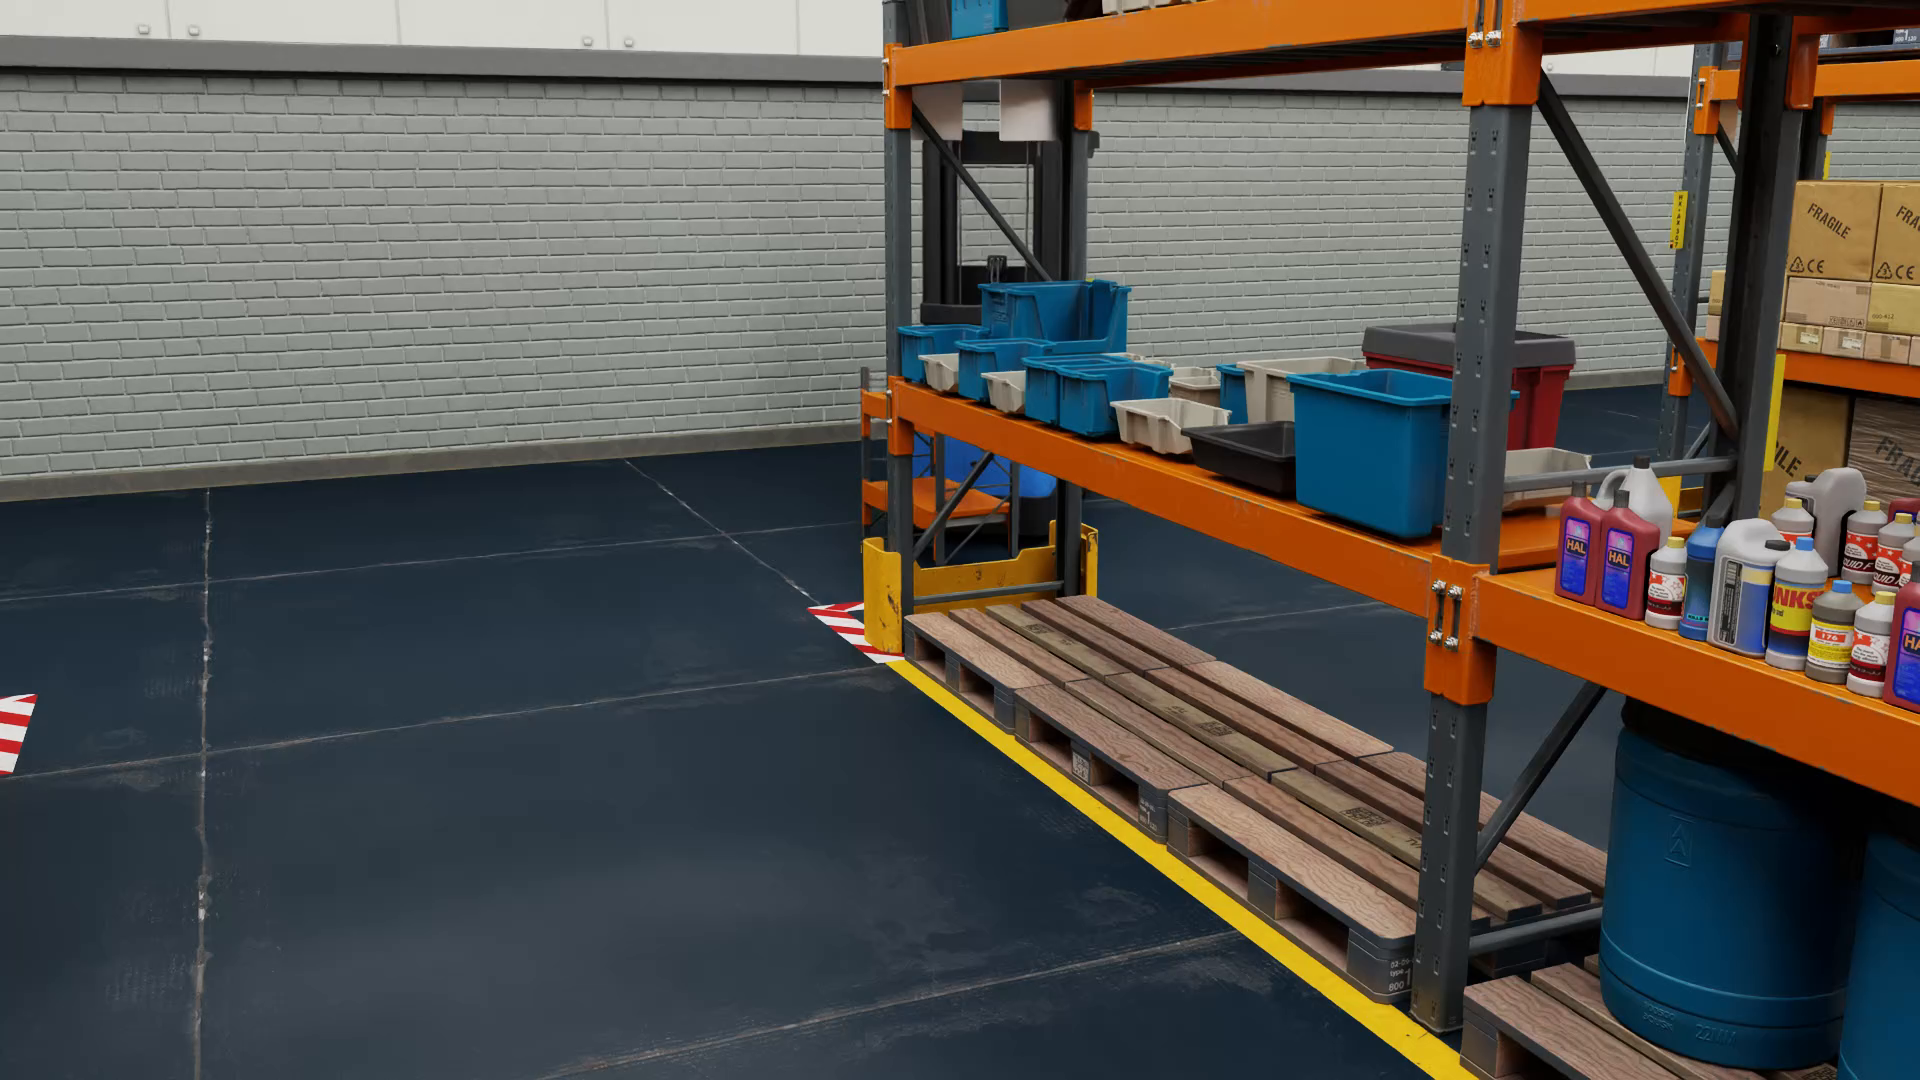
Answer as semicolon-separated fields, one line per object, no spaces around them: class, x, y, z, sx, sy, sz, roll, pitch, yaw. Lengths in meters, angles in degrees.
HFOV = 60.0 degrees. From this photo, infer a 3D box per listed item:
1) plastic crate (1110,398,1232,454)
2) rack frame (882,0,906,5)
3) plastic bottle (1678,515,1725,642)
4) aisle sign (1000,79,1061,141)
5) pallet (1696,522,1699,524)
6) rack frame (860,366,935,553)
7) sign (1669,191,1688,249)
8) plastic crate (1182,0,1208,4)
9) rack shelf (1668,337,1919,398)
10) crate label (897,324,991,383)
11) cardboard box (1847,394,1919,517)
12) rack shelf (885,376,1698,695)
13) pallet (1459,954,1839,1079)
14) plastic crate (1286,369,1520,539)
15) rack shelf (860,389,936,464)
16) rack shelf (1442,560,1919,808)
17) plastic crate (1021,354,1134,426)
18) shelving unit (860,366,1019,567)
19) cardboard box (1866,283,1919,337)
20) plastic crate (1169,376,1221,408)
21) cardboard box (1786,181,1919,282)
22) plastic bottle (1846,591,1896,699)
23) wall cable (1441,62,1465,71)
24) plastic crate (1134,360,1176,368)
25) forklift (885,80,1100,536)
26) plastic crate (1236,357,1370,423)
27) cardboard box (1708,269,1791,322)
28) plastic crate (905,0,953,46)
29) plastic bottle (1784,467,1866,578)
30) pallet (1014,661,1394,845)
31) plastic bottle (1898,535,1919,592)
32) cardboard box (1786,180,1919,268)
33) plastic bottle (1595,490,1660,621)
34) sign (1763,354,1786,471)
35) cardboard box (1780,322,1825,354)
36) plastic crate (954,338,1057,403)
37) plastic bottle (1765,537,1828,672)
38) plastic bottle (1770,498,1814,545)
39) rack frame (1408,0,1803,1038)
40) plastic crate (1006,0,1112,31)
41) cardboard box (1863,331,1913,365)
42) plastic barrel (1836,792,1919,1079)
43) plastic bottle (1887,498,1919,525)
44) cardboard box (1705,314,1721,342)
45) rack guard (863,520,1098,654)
plastic crate;0.760;-0.400;5.896;0.293;0.136;0.466;-6;14;-23
rack frame;0.130;-3.915;7.330;1.000;3.000;0.127;-6;14;-23
plastic bottle;1.644;0.081;3.654;0.097;0.271;0.097;0;13;0
aisle sign;0.370;-2.300;7.892;0.394;0.787;0.004;-6;14;-23
pallet;5.061;0.077;9.570;1.003;0.211;1.213;-6;14;-23
rack frame;-0.357;-0.493;9.990;0.500;1.125;0.032;-6;15;-26
sign;4.158;-1.851;9.621;0.100;0.325;0.005;-6;14;-23
plastic crate;0.874;-1.727;5.114;0.293;0.136;0.466;-6;14;-23
rack shelf;5.470;-0.676;8.235;1.077;0.370;4.000;-6;14;-23
crate label;-0.072;-0.860;7.669;0.416;0.233;0.303;-6;14;-23
cardboard box;5.363;-0.296;8.779;0.875;0.875;0.875;-6;14;-23
rack shelf;0.932;-0.229;6.302;1.077;0.370;4.000;-6;14;-23
pallet;2.004;1.356;4.045;1.003;0.211;1.213;-6;14;-23
plastic crate;1.233;-0.253;4.714;0.392;0.384;0.575;-6;14;-23
rack shelf;-0.129;-0.674;9.481;0.538;0.278;1.000;-6;15;-26
rack shelf;2.534;0.598;2.731;1.077;0.370;4.000;-6;14;-23
plastic crate;0.455;-0.587;6.494;0.416;0.233;0.300;-6;14;-23
shelving unit;-0.130;-0.389;9.547;0.538;1.125;1.048;-6;15;-26
cardboard box;5.026;-1.177;8.477;0.500;0.250;0.500;-6;14;-25
plastic crate;0.995;-0.565;6.611;0.298;0.136;0.250;-6;14;-23
cardboard box;4.814;-1.650;8.858;0.500;0.500;0.500;-6;14;-24
plastic bottle;1.815;0.203;3.281;0.097;0.201;0.097;0;13;0
wall cable;5.562;-7.410;15.293;2.277;5.999;0.120;-6;14;-23
plastic crate;0.726;-0.680;7.107;0.396;0.136;0.243;-6;14;-23
forklift;0.342;-1.735;11.368;1.130;2.935;3.031;3;13;12
plastic crate;1.290;-0.470;5.877;0.437;0.282;0.530;-6;14;-23
cardboard box;4.613;-1.388;9.389;0.500;0.250;0.500;-6;14;-24
plastic crate;0.029;-2.286;7.230;0.497;0.269;0.590;-6;14;-23
plastic bottle;2.187;-0.054;4.224;0.152;0.276;0.135;-6;14;-23
pallet;0.910;0.792;6.482;1.003;0.211;1.213;-6;14;-23
plastic bottle;2.226;0.073;3.841;0.097;0.201;0.097;0;13;0
cardboard box;5.105;-1.800;9.506;0.500;0.500;0.500;-5;14;-22
plastic bottle;1.542;0.033;3.836;0.061;0.283;0.133;-6;14;-23
sign;2.237;-0.350;4.617;0.100;0.325;0.005;-6;14;-23
cardboard box;4.715;-1.109;9.065;0.380;0.149;0.250;-6;14;-24
plastic crate;0.191;-0.723;7.082;0.416;0.233;0.300;-6;14;-23
plastic bottle;1.737;0.129;3.447;0.097;0.271;0.097;0;13;0
plastic bottle;2.080;-0.002;4.167;0.097;0.201;0.097;0;13;0
rack frame;1.733;-0.166;4.435;1.000;3.000;0.127;-6;14;-23
plastic crate;0.490;-2.083;6.204;0.504;0.338;0.767;-6;14;-23
cardboard box;4.922;-1.002;8.605;0.380;0.149;0.250;-6;14;-24
plastic barrel;2.219;0.912;3.500;0.600;0.901;0.708;-6;14;-23
plastic bottle;2.321;-0.013;4.034;0.061;0.283;0.133;-6;14;-23
cardboard box;4.508;-1.214;9.522;0.380;0.149;0.250;-5;14;-22
rack guard;0.109;0.221;8.304;1.175;0.500;0.348;-6;14;-23
